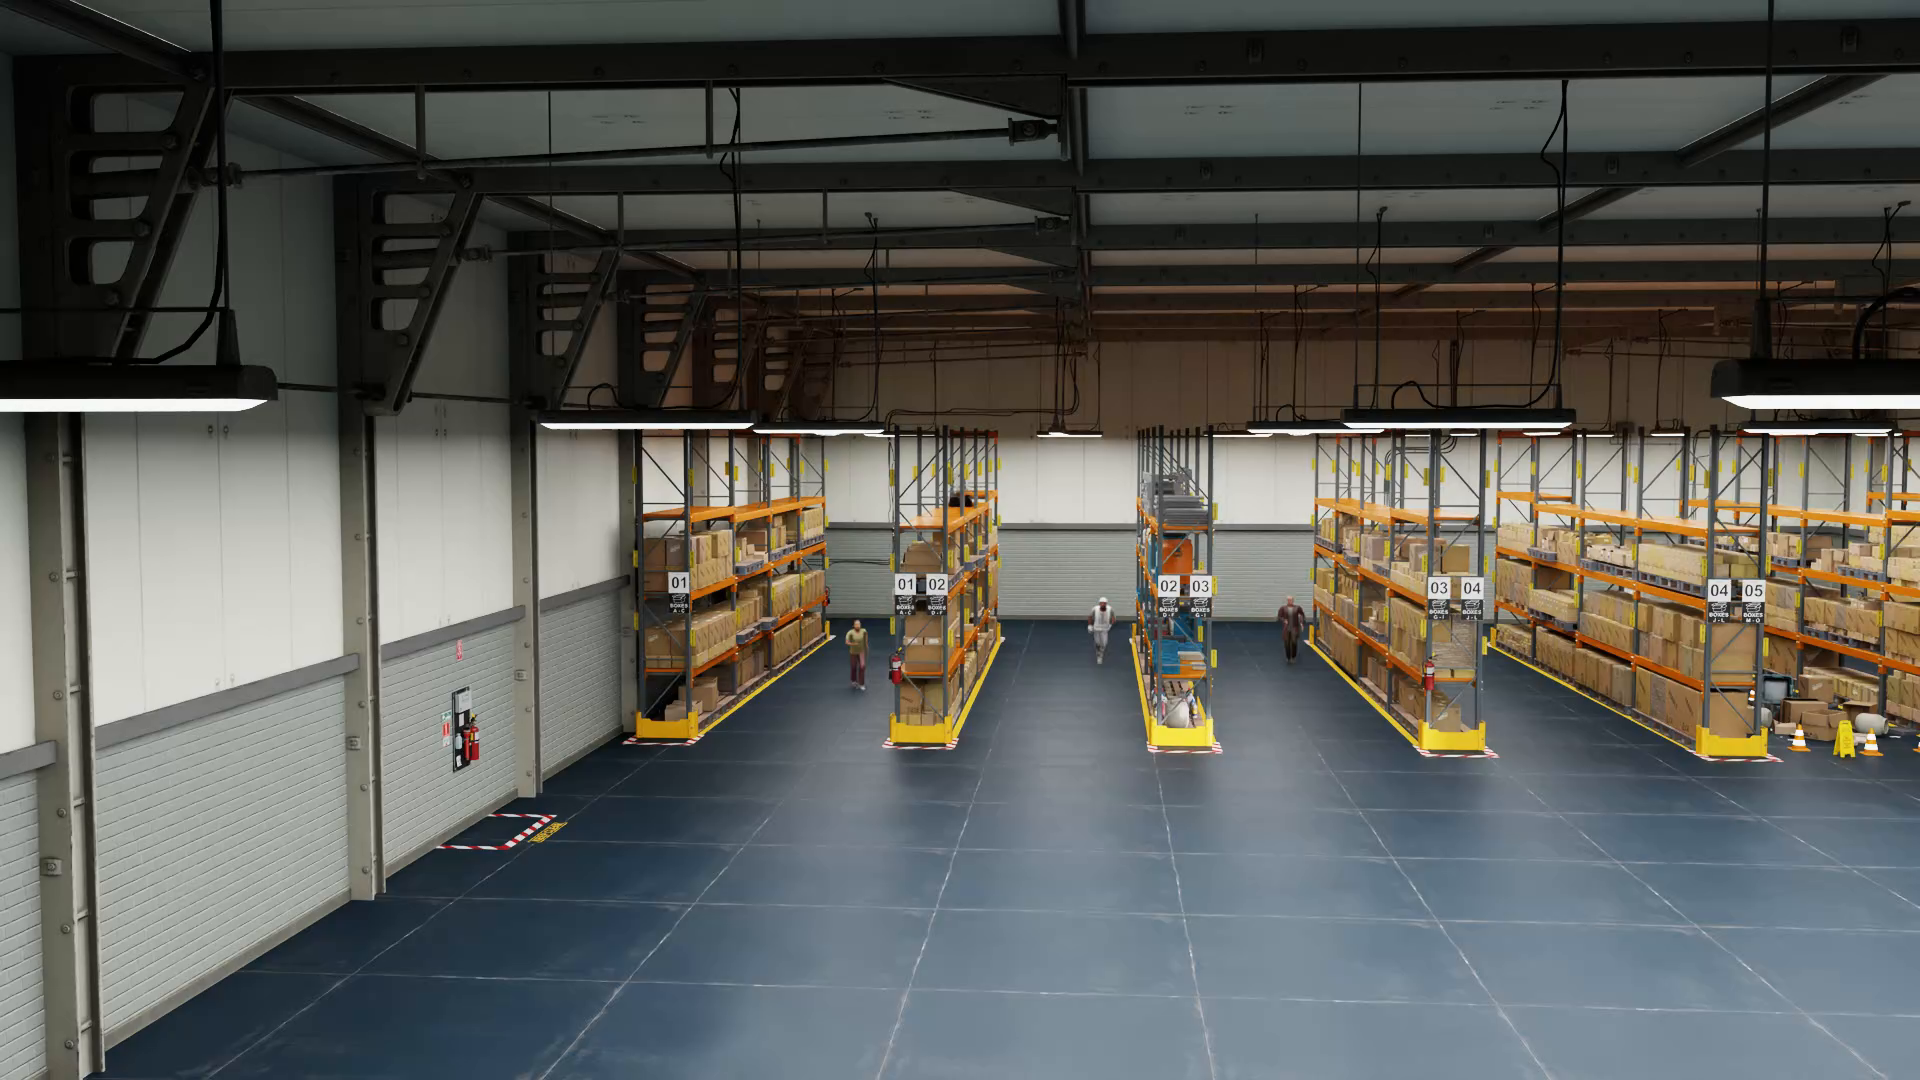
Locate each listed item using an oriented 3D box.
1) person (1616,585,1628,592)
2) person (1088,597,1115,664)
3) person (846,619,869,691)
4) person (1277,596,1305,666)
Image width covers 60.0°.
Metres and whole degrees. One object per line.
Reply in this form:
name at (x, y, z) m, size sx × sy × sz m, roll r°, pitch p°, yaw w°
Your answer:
person at (18.866, 1.994, 47.465) m, size 0.877 × 1.847 × 0.634 m, roll -1°, pitch 3°, yaw -11°
person at (3.632, 2.308, 42.668) m, size 0.663 × 1.708 × 0.693 m, roll 0°, pitch 3°, yaw -6°
person at (-2.362, 2.611, 38.210) m, size 0.575 × 1.641 × 0.938 m, roll -1°, pitch 3°, yaw -10°
person at (8.410, 2.301, 42.303) m, size 0.688 × 1.780 × 0.844 m, roll 1°, pitch 4°, yaw 12°
